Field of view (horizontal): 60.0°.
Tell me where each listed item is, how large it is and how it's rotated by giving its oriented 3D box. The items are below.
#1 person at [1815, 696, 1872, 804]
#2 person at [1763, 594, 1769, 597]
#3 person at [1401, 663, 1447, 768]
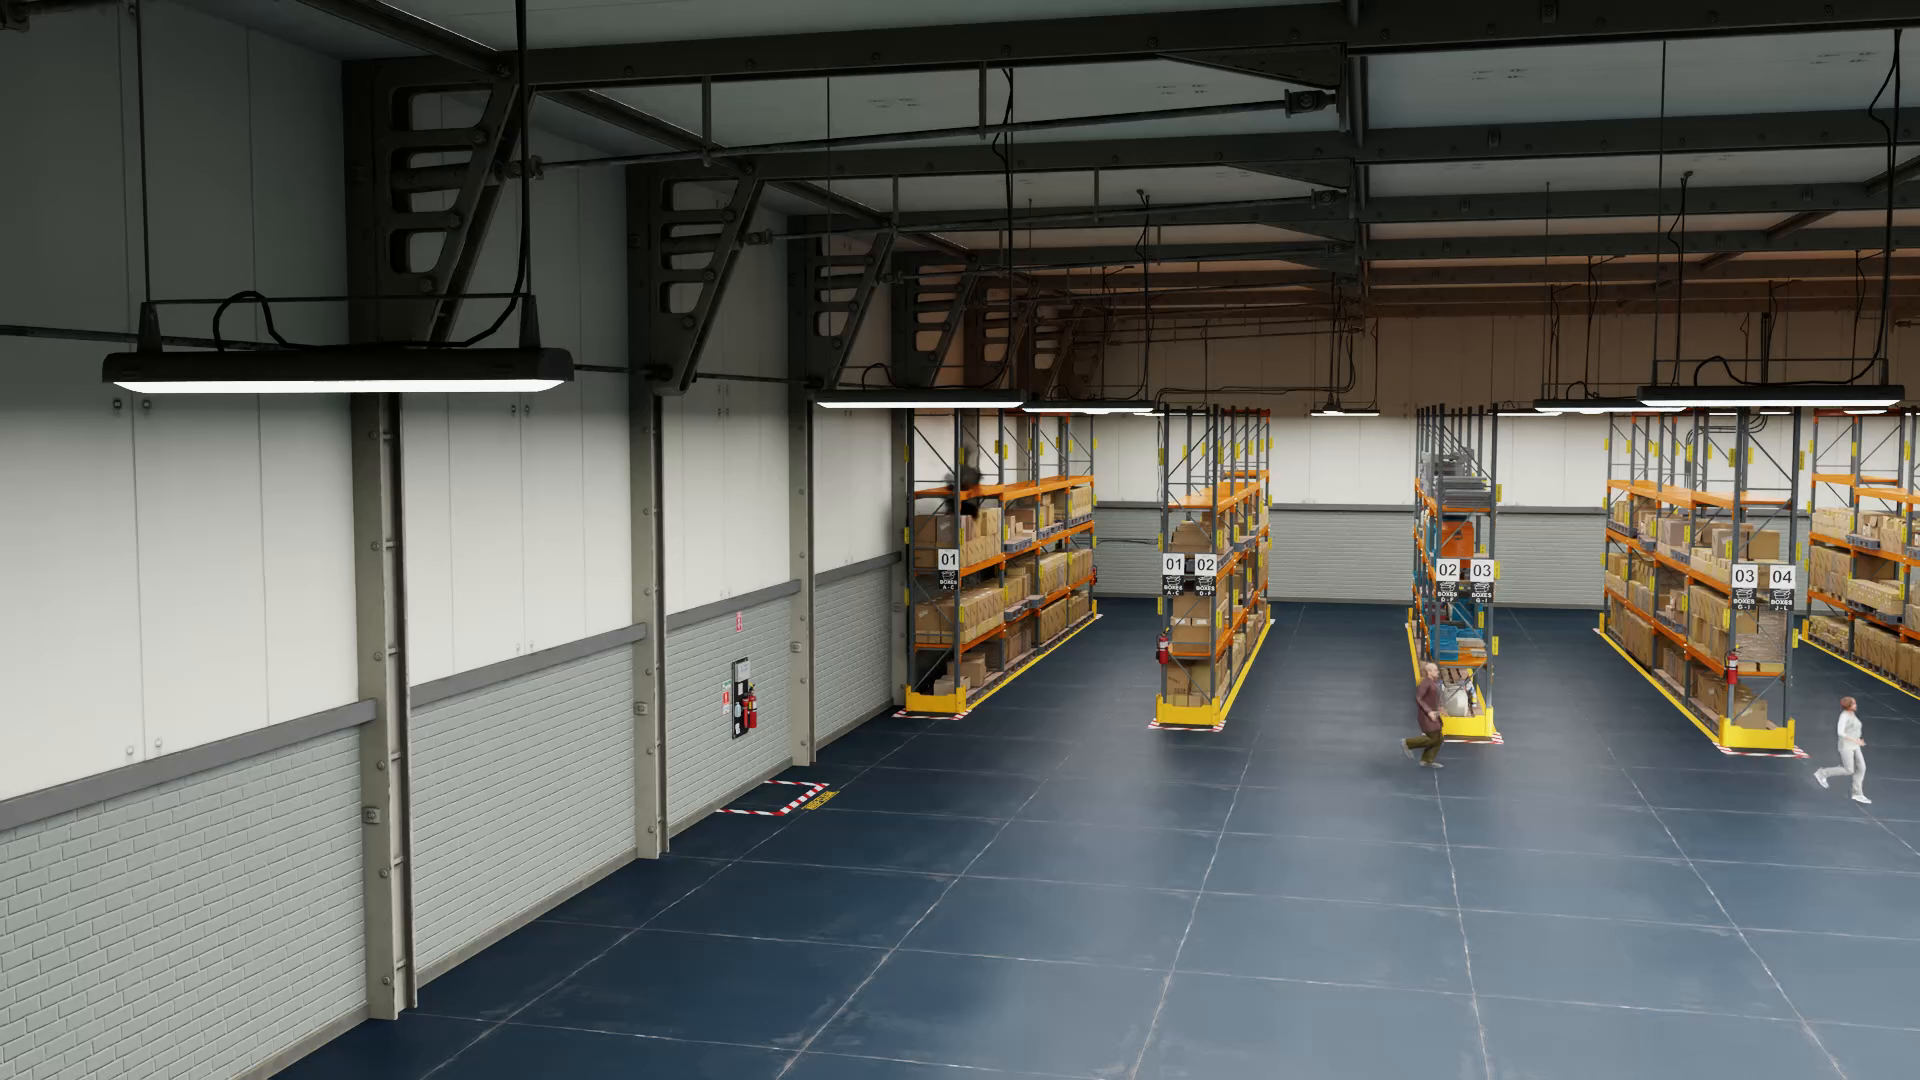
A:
[{"bbox_3d":[13.319,3.174,25.017,0.549,1.495,0.786,-4,6,-44],"label":"person"},{"bbox_3d":[21.106,1.715,43.852,0.680,1.632,0.625,-4,6,-42],"label":"person"},{"bbox_3d":[7.654,2.877,27.310,0.603,1.727,0.695,3,5,31],"label":"person"}]
